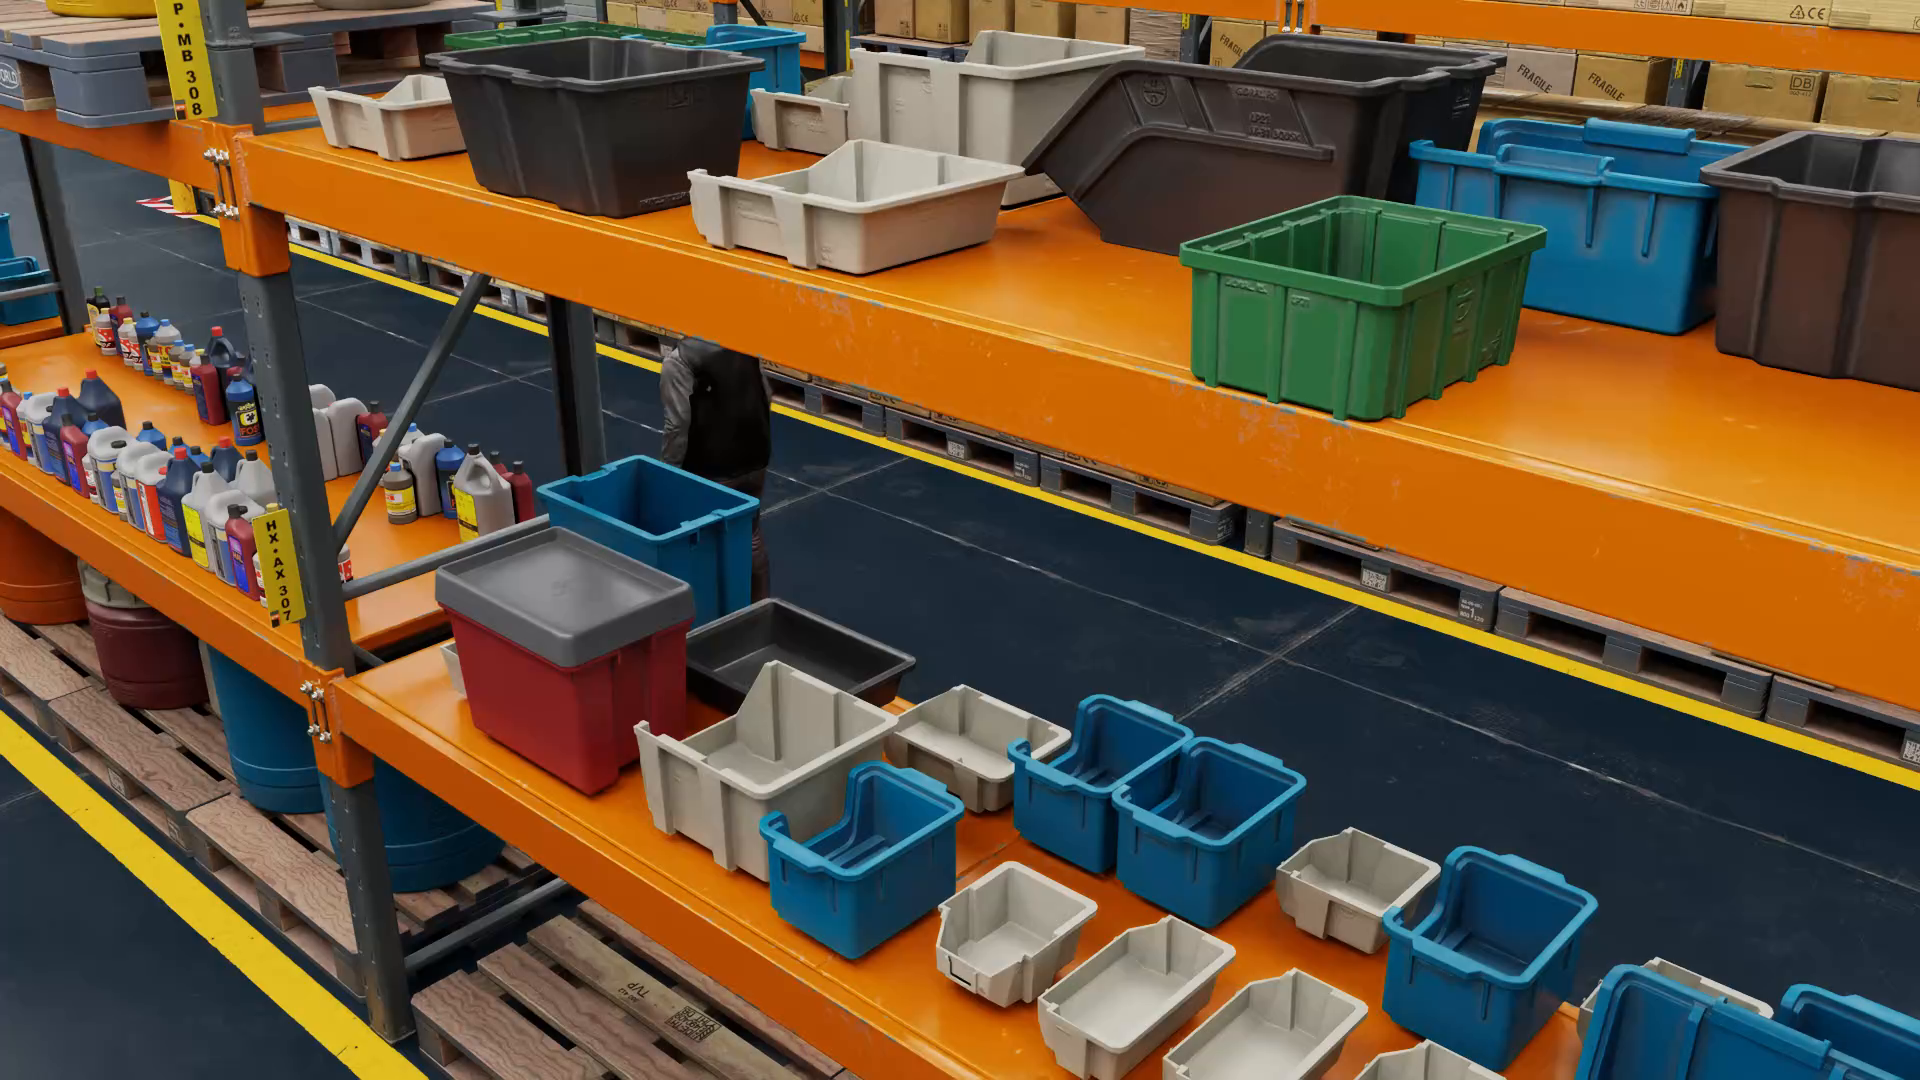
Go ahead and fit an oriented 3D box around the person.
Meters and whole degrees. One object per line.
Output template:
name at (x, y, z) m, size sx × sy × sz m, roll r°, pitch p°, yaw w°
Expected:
person at (-1.063, -0.287, 7.410) m, size 0.418 × 1.617 × 0.581 m, roll 20°, pitch 31°, yaw 38°
